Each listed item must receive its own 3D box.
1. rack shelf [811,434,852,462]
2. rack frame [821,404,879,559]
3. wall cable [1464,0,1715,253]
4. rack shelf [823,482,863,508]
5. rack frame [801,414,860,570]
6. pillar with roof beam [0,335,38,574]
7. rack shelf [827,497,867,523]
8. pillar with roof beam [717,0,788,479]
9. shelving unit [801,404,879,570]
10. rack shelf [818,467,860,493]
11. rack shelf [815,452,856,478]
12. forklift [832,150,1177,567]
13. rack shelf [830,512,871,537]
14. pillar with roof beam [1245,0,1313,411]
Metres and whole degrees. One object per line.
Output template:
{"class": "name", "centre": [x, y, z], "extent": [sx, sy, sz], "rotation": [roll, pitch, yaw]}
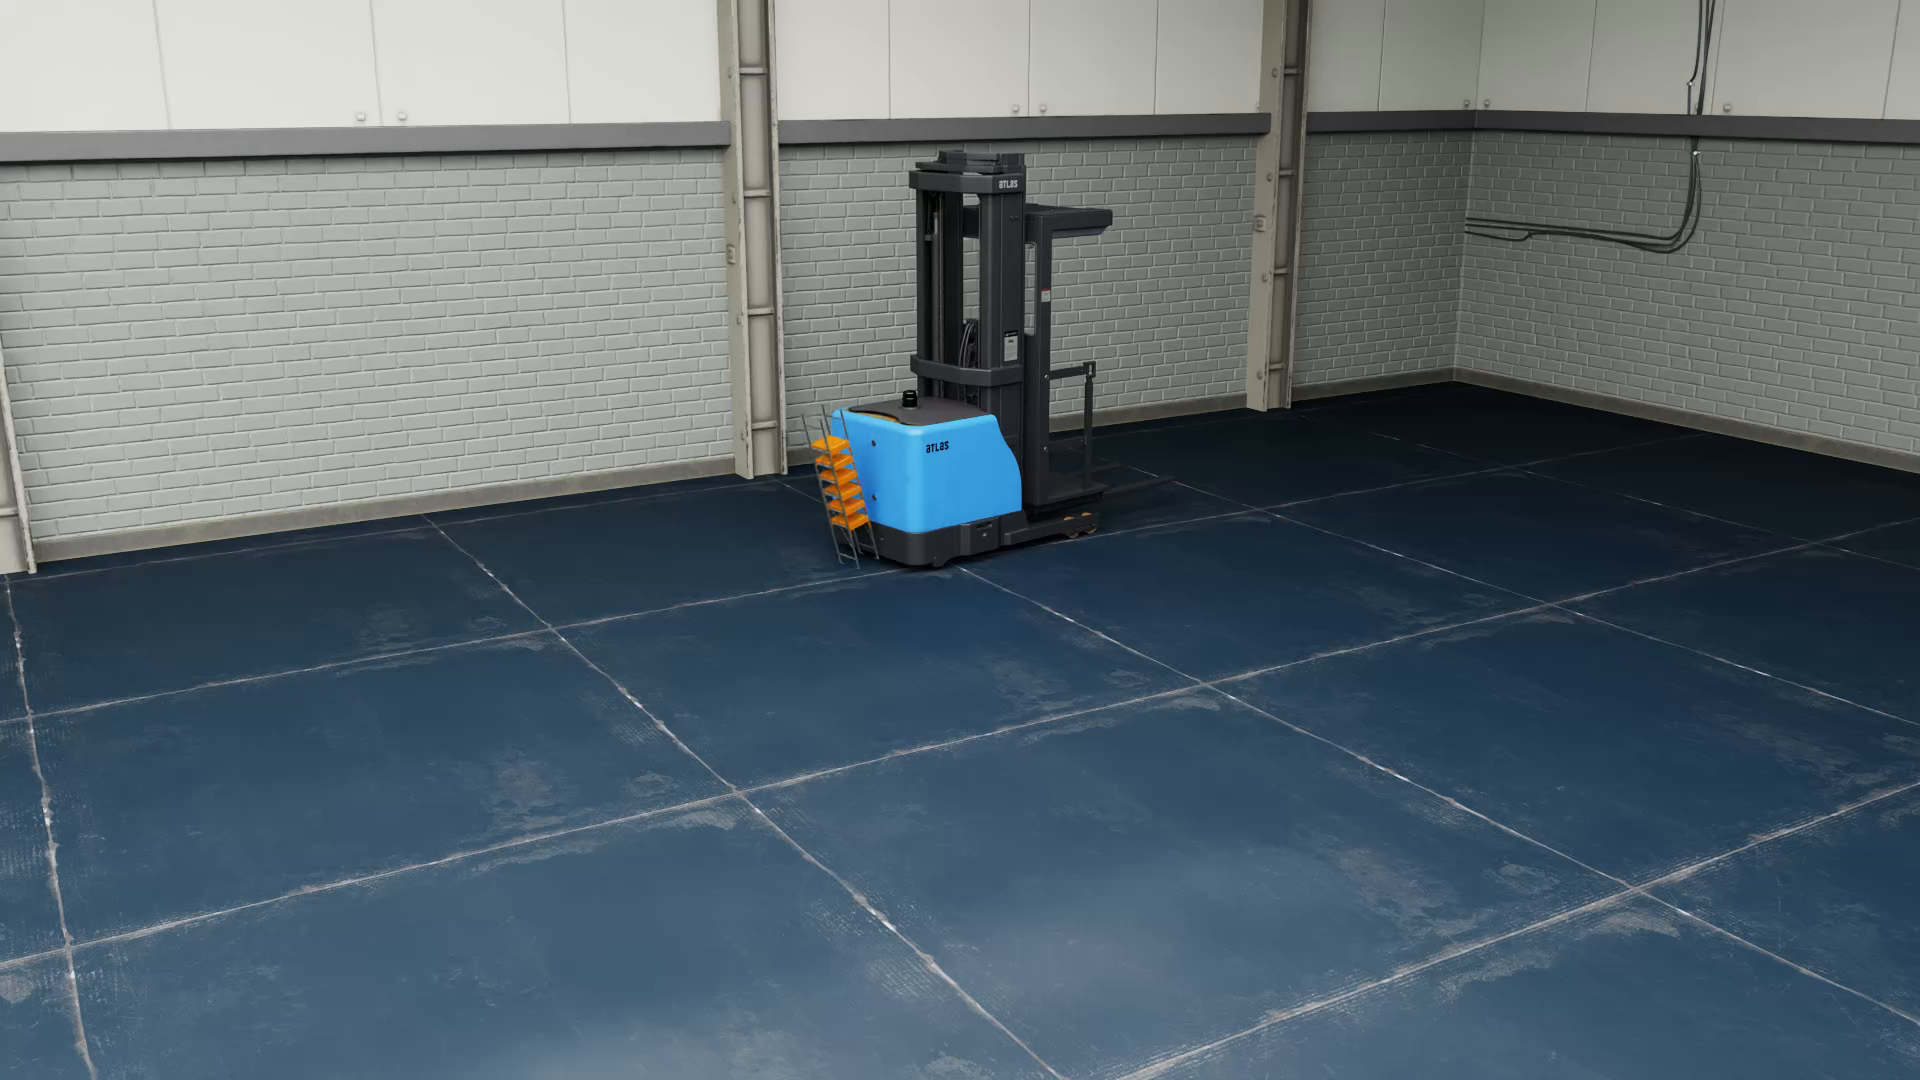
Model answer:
{"class": "rack shelf", "centre": [-0.924, -0.655, 11.877], "extent": [0.180, 0.103, 0.258], "rotation": [-30, 30, -32]}
{"class": "rack frame", "centre": [-0.795, -0.415, 12.060], "extent": [0.006, 1.200, 0.240], "rotation": [-30, 30, -32]}
{"class": "wall cable", "centre": [6.547, -4.382, 17.623], "extent": [0.112, 2.526, 3.097], "rotation": [-9, 18, -30]}
{"class": "rack shelf", "centre": [-0.853, -0.337, 12.030], "extent": [0.180, 0.103, 0.258], "rotation": [-30, 30, -32]}
{"class": "rack frame", "centre": [-0.929, -0.338, 11.962], "extent": [0.006, 1.200, 0.240], "rotation": [-30, 30, -32]}
{"class": "pillar with roof beam", "centre": [-4.729, -3.109, 7.330], "extent": [0.400, 9.000, 9.100], "rotation": [-9, 18, -30]}
{"class": "rack shelf", "centre": [-0.829, -0.231, 12.081], "extent": [0.180, 0.103, 0.258], "rotation": [-30, 30, -32]}
{"class": "pillar with roof beam", "centre": [0.414, -3.943, 10.305], "extent": [0.400, 9.000, 9.100], "rotation": [-9, 18, -30]}
{"class": "shelving unit", "centre": [-0.862, -0.376, 12.011], "extent": [0.189, 1.200, 0.258], "rotation": [-30, 30, -32]}
{"class": "rack shelf", "centre": [-0.877, -0.443, 11.979], "extent": [0.180, 0.103, 0.258], "rotation": [-30, 30, -32]}
{"class": "rack shelf", "centre": [-0.901, -0.549, 11.928], "extent": [0.180, 0.103, 0.258], "rotation": [-30, 30, -32]}
{"class": "forklift", "centre": [0.469, -1.522, 12.909], "extent": [3.031, 2.935, 1.130], "rotation": [-13, 20, -39]}
{"class": "rack shelf", "centre": [-0.805, -0.125, 12.132], "extent": [0.180, 0.103, 0.258], "rotation": [-30, 30, -32]}
{"class": "pillar with roof beam", "centre": [5.558, -4.777, 13.281], "extent": [0.400, 9.000, 9.100], "rotation": [-9, 18, -30]}
